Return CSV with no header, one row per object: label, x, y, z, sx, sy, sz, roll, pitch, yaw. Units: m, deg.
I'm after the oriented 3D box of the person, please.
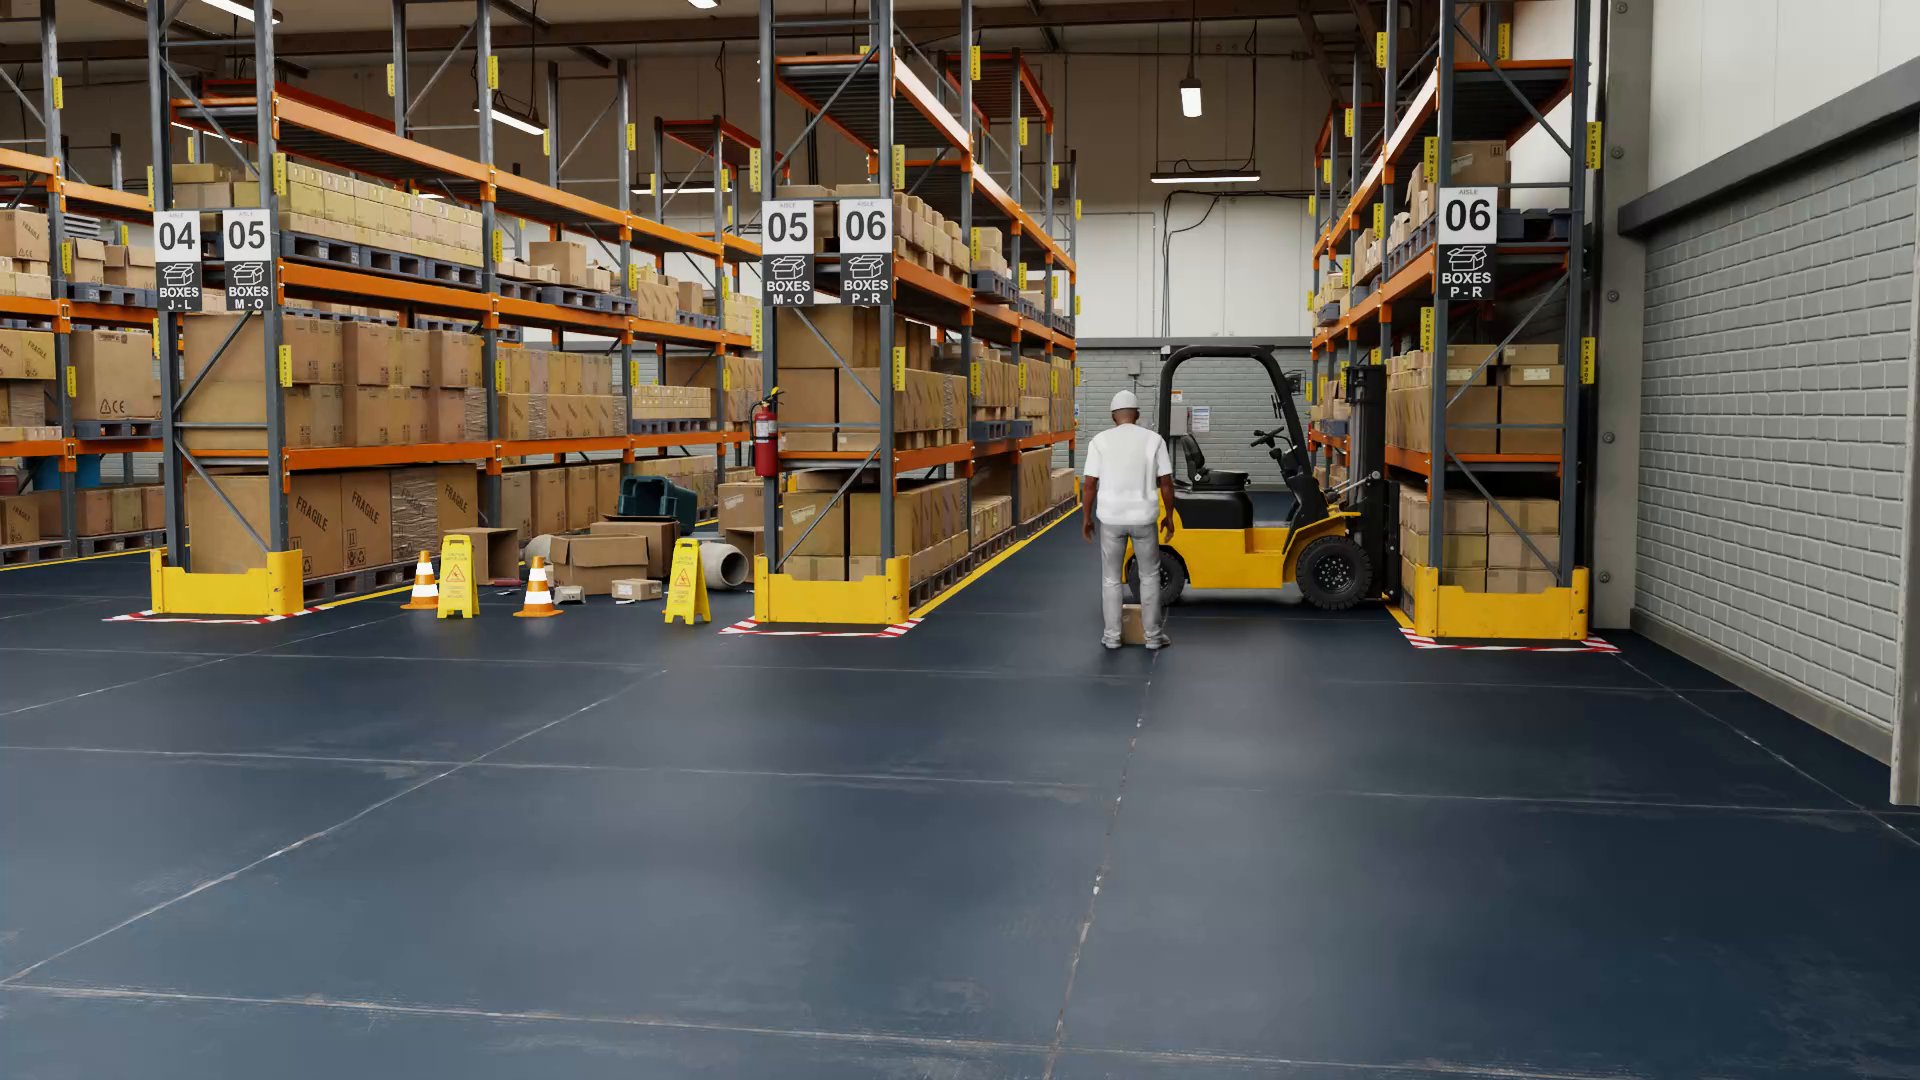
person,1.152,-0.144,11.389,0.633,1.759,0.462,0,4,5
